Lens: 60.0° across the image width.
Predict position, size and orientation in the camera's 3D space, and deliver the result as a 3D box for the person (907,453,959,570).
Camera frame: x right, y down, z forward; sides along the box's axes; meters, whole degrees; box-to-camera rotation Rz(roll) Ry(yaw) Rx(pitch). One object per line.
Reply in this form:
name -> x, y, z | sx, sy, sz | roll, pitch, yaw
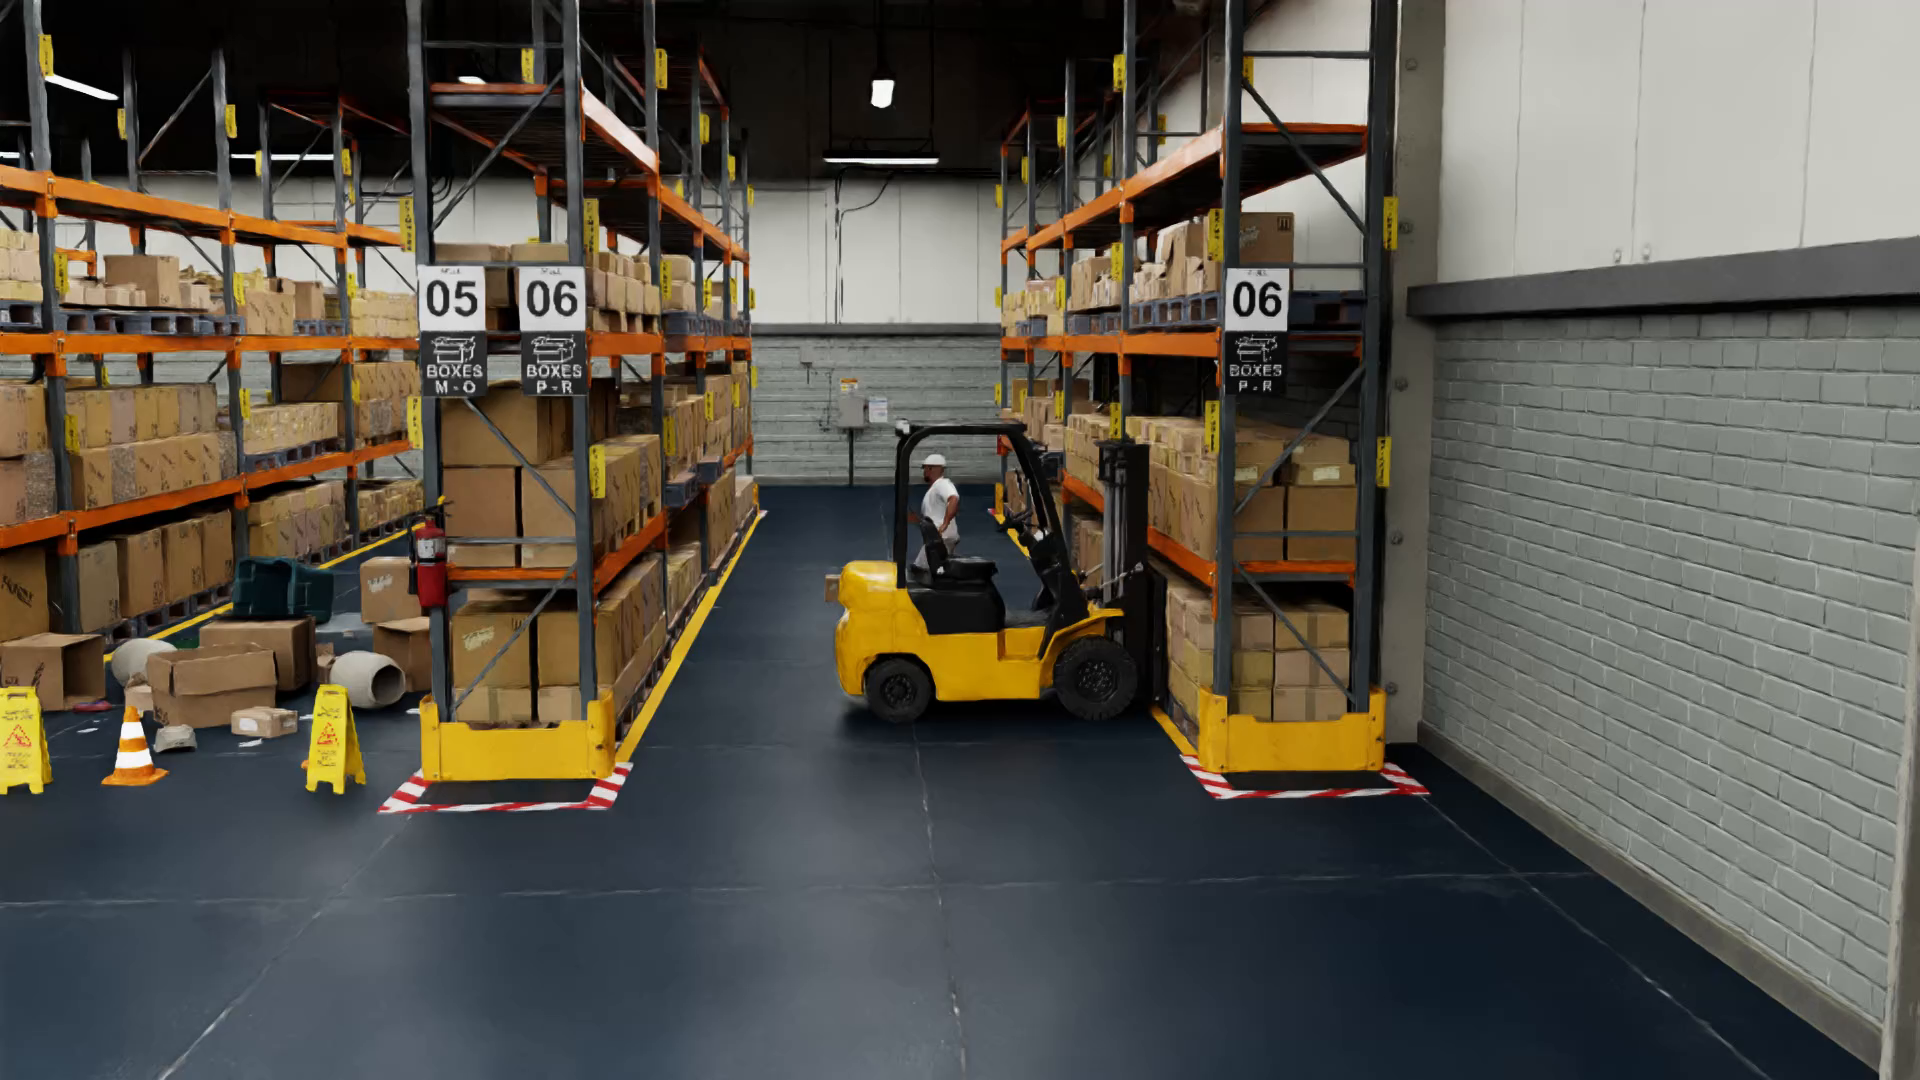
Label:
person -> -0.283, 0.004, 16.114 | 0.554, 1.648, 0.953 | 0, 7, -3
